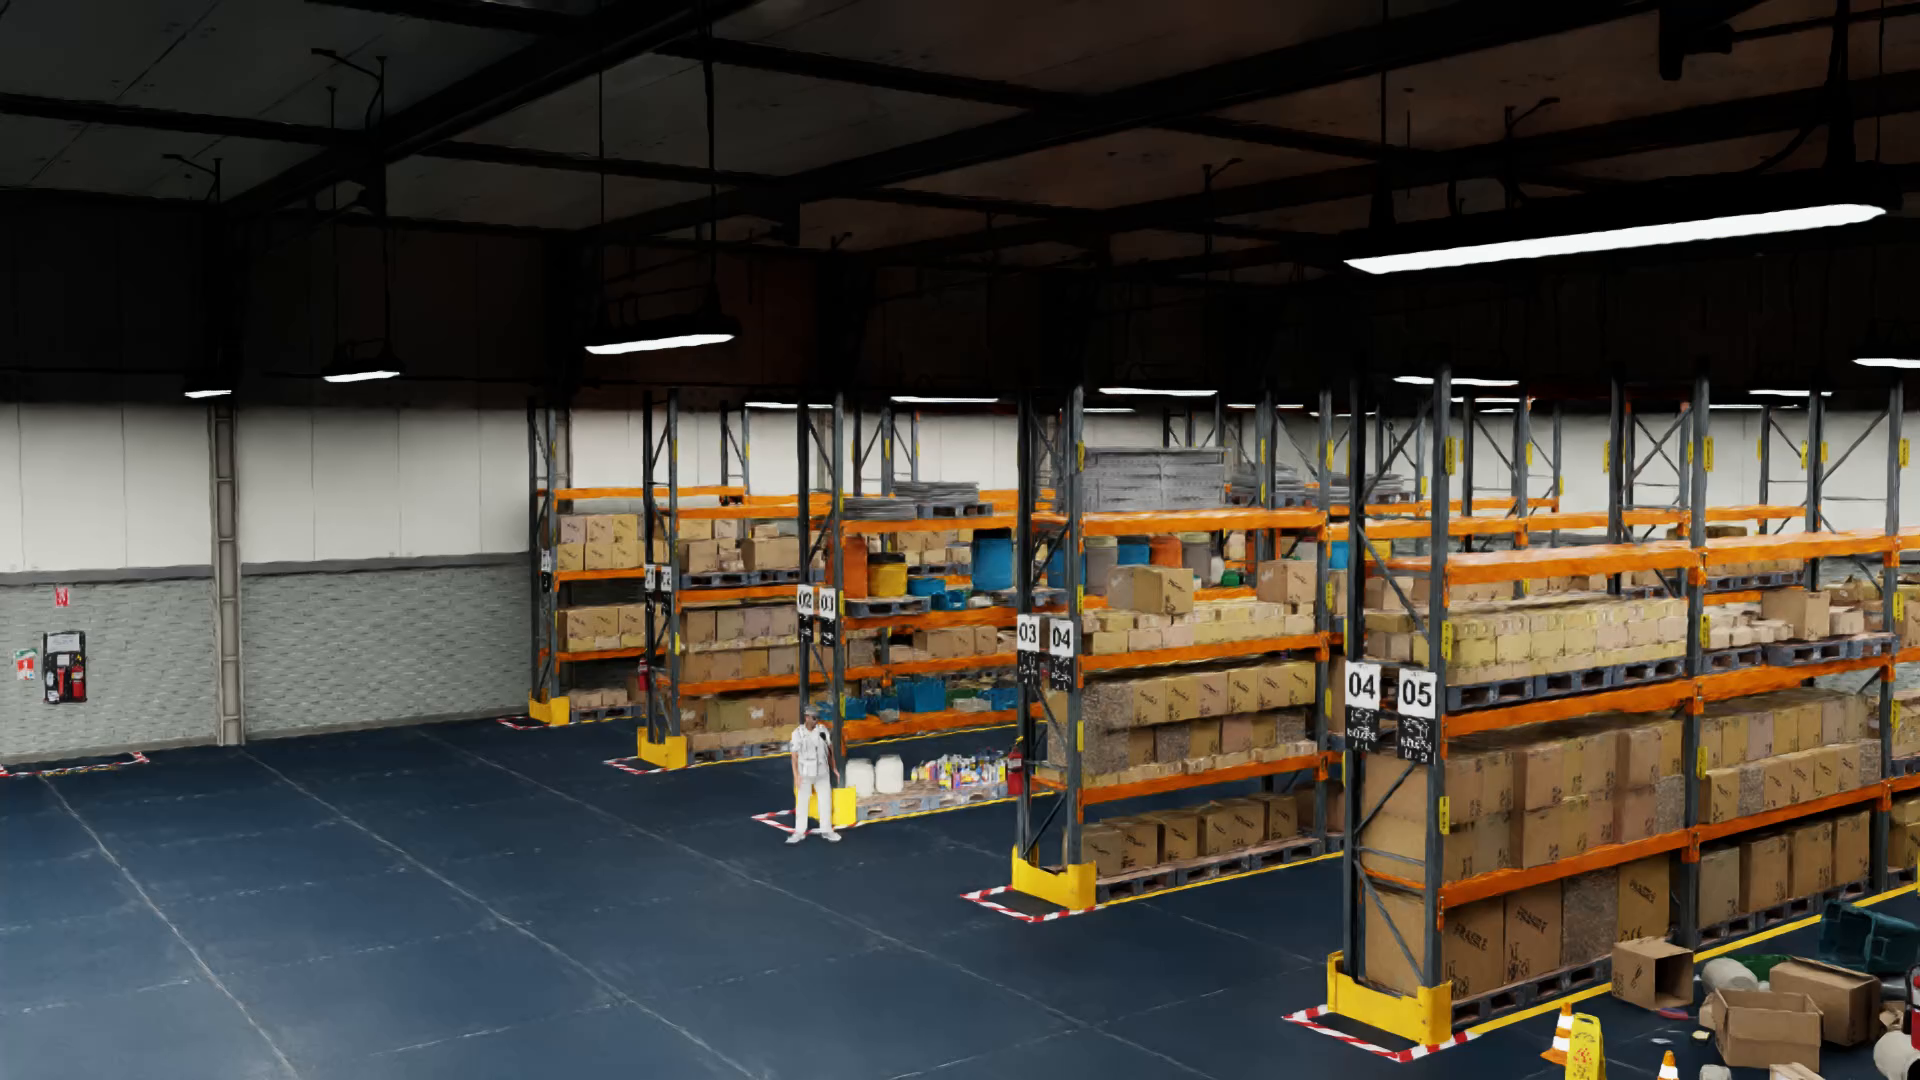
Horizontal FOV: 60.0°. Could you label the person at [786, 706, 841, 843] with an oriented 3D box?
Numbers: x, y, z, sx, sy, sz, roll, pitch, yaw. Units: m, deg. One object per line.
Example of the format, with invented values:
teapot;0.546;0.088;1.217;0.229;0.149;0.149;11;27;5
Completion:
person;-1.894;3.004;21.435;0.717;1.763;0.405;-2;4;-25
